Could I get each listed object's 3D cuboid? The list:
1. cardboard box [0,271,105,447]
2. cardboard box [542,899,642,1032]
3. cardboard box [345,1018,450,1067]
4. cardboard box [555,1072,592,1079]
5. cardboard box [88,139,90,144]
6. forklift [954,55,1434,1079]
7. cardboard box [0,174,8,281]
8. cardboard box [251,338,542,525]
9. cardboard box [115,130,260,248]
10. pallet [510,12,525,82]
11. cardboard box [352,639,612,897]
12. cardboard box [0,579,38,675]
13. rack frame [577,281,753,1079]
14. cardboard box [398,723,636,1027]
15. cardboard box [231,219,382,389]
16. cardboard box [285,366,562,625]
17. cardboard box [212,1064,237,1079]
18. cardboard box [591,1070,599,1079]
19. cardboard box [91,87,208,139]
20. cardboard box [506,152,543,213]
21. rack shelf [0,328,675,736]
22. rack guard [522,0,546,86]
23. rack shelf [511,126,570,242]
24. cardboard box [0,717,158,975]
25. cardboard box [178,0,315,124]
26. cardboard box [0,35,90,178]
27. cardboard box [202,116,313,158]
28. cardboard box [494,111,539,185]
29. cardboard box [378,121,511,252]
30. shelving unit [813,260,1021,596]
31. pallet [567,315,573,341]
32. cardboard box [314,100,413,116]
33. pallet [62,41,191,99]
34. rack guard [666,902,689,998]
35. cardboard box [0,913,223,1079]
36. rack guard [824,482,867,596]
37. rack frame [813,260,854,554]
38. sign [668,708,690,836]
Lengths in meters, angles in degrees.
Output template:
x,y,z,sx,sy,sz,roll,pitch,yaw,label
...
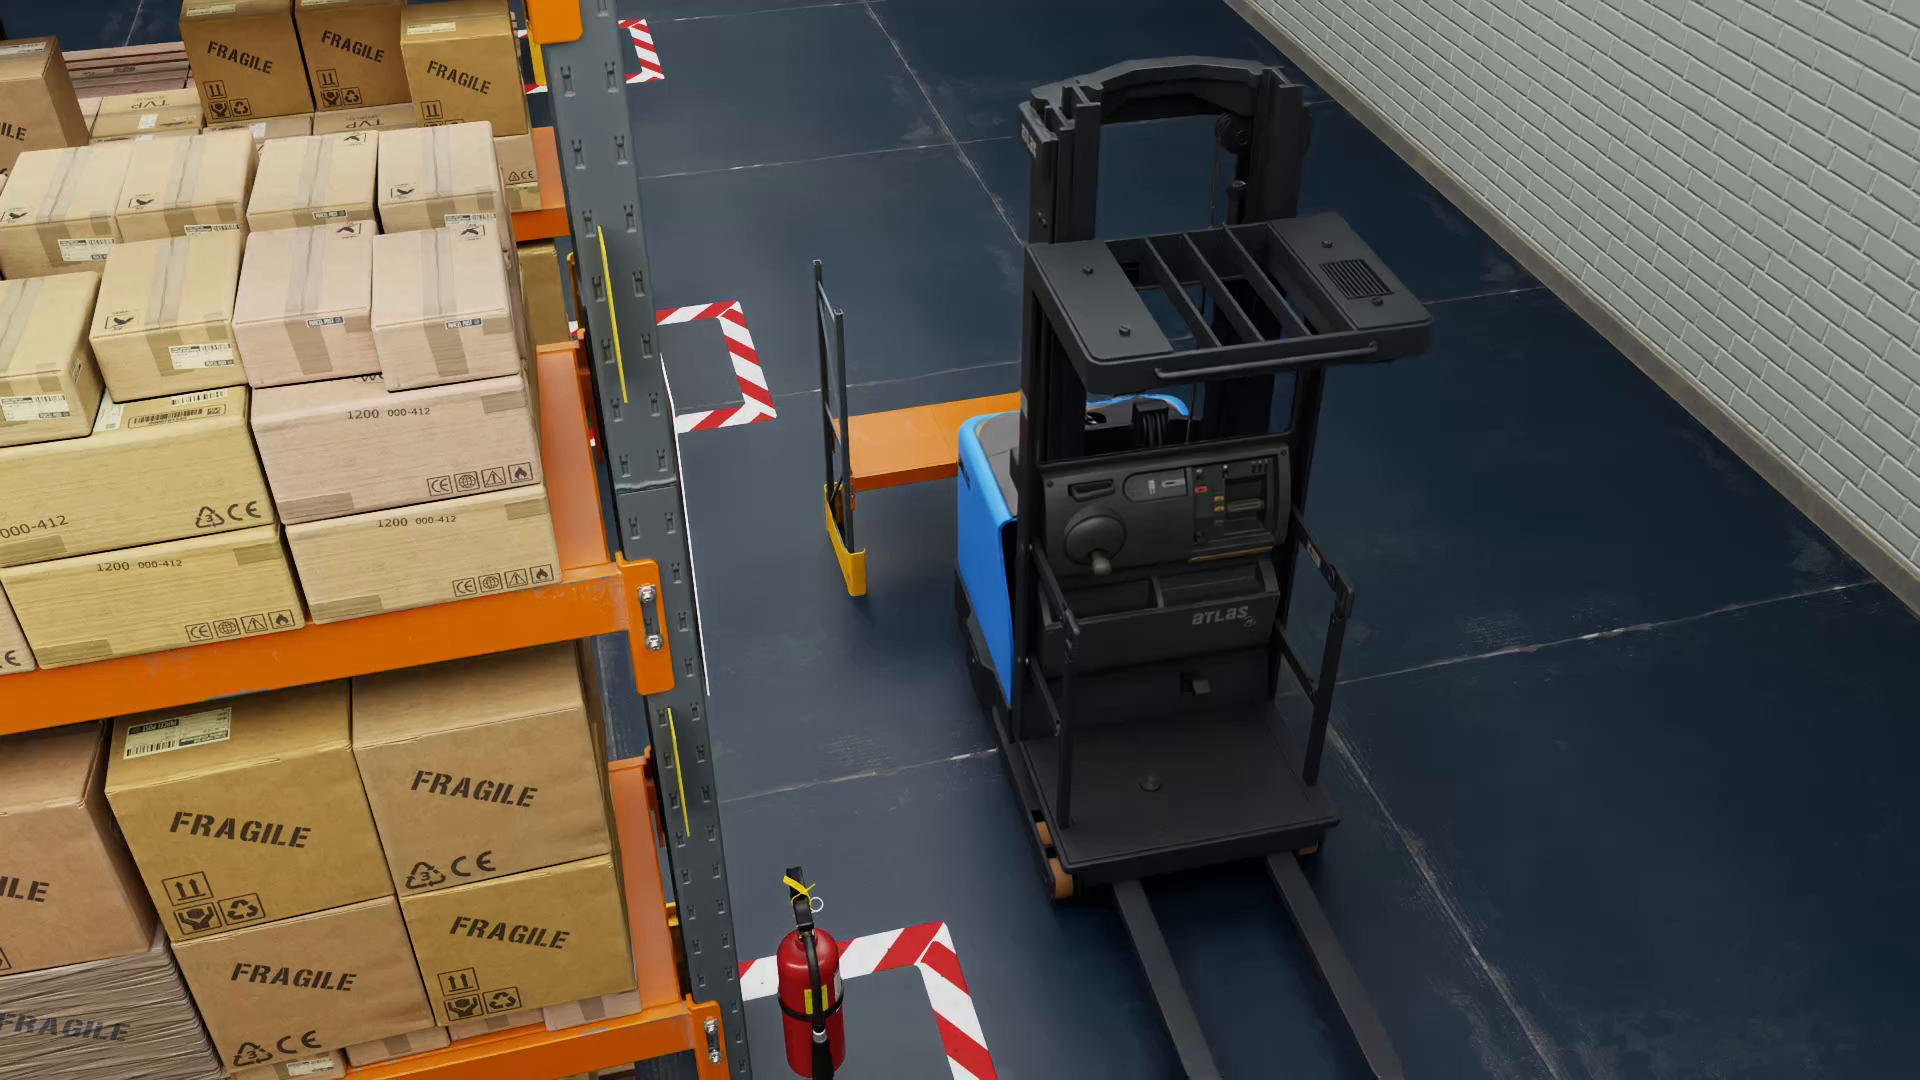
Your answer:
x,y,z,sx,sy,sz,roll,pitch,yaw,label
-1.757,-0.340,3.120,0.250,0.149,0.380,-9,38,-11,cardboard box
-1.016,1.113,4.512,0.250,0.149,0.380,-9,38,-12,cardboard box
-1.504,1.179,4.426,0.250,0.149,0.380,-10,38,-12,cardboard box
-1.220,1.758,4.974,0.250,0.149,0.380,-9,38,-11,cardboard box
-4.330,-1.636,7.778,0.500,0.250,0.500,-8,38,-11,cardboard box
0.805,-0.035,5.863,1.130,2.935,3.031,-8,38,-10,forklift
-2.135,-0.604,3.465,0.250,0.149,0.380,-8,38,-11,cardboard box
-1.153,-0.312,3.412,0.500,0.250,0.500,-10,39,-13,cardboard box
-1.679,-0.745,3.650,0.250,0.149,0.380,-9,38,-12,cardboard box
-4.068,-3.819,13.048,1.213,0.211,1.003,-9,38,-12,pallet
-1.152,0.459,4.010,0.500,0.500,0.500,-10,39,-13,cardboard box
-2.118,0.047,3.354,0.500,0.250,0.500,-8,38,-10,cardboard box
-0.775,0.796,4.720,0.127,3.000,1.000,-9,38,-12,rack frame
-1.142,0.860,4.309,0.500,0.500,0.500,-9,38,-11,cardboard box
-1.277,-0.474,3.295,0.250,0.149,0.380,-9,38,-11,cardboard box
-1.145,-0.109,3.557,0.500,0.250,0.500,-10,39,-13,cardboard box
-2.006,1.258,4.323,0.250,0.149,0.380,-11,39,-14,cardboard box
-1.364,1.657,5.596,0.250,0.149,0.380,-9,38,-11,cardboard box
-3.993,-2.021,8.281,0.500,0.250,0.500,-10,39,-13,cardboard box
-2.228,-1.780,8.294,0.250,0.149,0.380,-9,38,-11,cardboard box
-2.706,0.207,3.613,4.000,0.370,1.077,-9,38,-12,rack shelf
-3.242,-4.053,13.117,0.348,0.500,1.175,-9,38,-12,rack guard
-3.901,-1.527,8.349,4.000,0.370,1.077,-9,38,-12,rack shelf
-2.141,0.627,3.791,0.500,0.500,0.500,-7,38,-10,cardboard box
-3.486,-2.403,8.164,0.500,0.500,0.500,-10,39,-13,cardboard box
-4.325,-1.937,7.554,0.500,0.500,0.500,-10,39,-13,cardboard box
-3.350,-1.795,7.985,0.500,0.250,0.500,-11,39,-13,cardboard box
-2.369,-1.956,8.196,0.500,0.250,0.500,-10,39,-13,cardboard box
-1.147,-0.775,3.689,0.250,0.149,0.380,-10,38,-12,cardboard box
-0.074,-0.584,7.758,1.083,1.500,0.587,-9,38,-12,shelving unit
-2.722,-0.849,9.166,1.213,0.211,1.003,-9,38,-12,pallet
-3.004,-2.184,8.494,0.500,0.250,0.500,-10,38,-12,cardboard box
-6.424,-3.433,12.543,1.213,0.211,1.003,-9,38,-12,pallet
-0.848,1.801,5.464,0.348,0.500,1.175,-9,38,-12,rack guard
-2.127,1.025,4.094,0.500,0.500,0.500,-9,38,-12,cardboard box
-0.554,-0.008,8.035,0.087,0.250,0.587,-9,38,-12,rack guard
-0.573,-0.502,7.651,0.032,1.500,0.500,-9,38,-12,rack frame
-0.650,0.539,3.843,0.005,0.325,0.100,-9,38,-12,sign
